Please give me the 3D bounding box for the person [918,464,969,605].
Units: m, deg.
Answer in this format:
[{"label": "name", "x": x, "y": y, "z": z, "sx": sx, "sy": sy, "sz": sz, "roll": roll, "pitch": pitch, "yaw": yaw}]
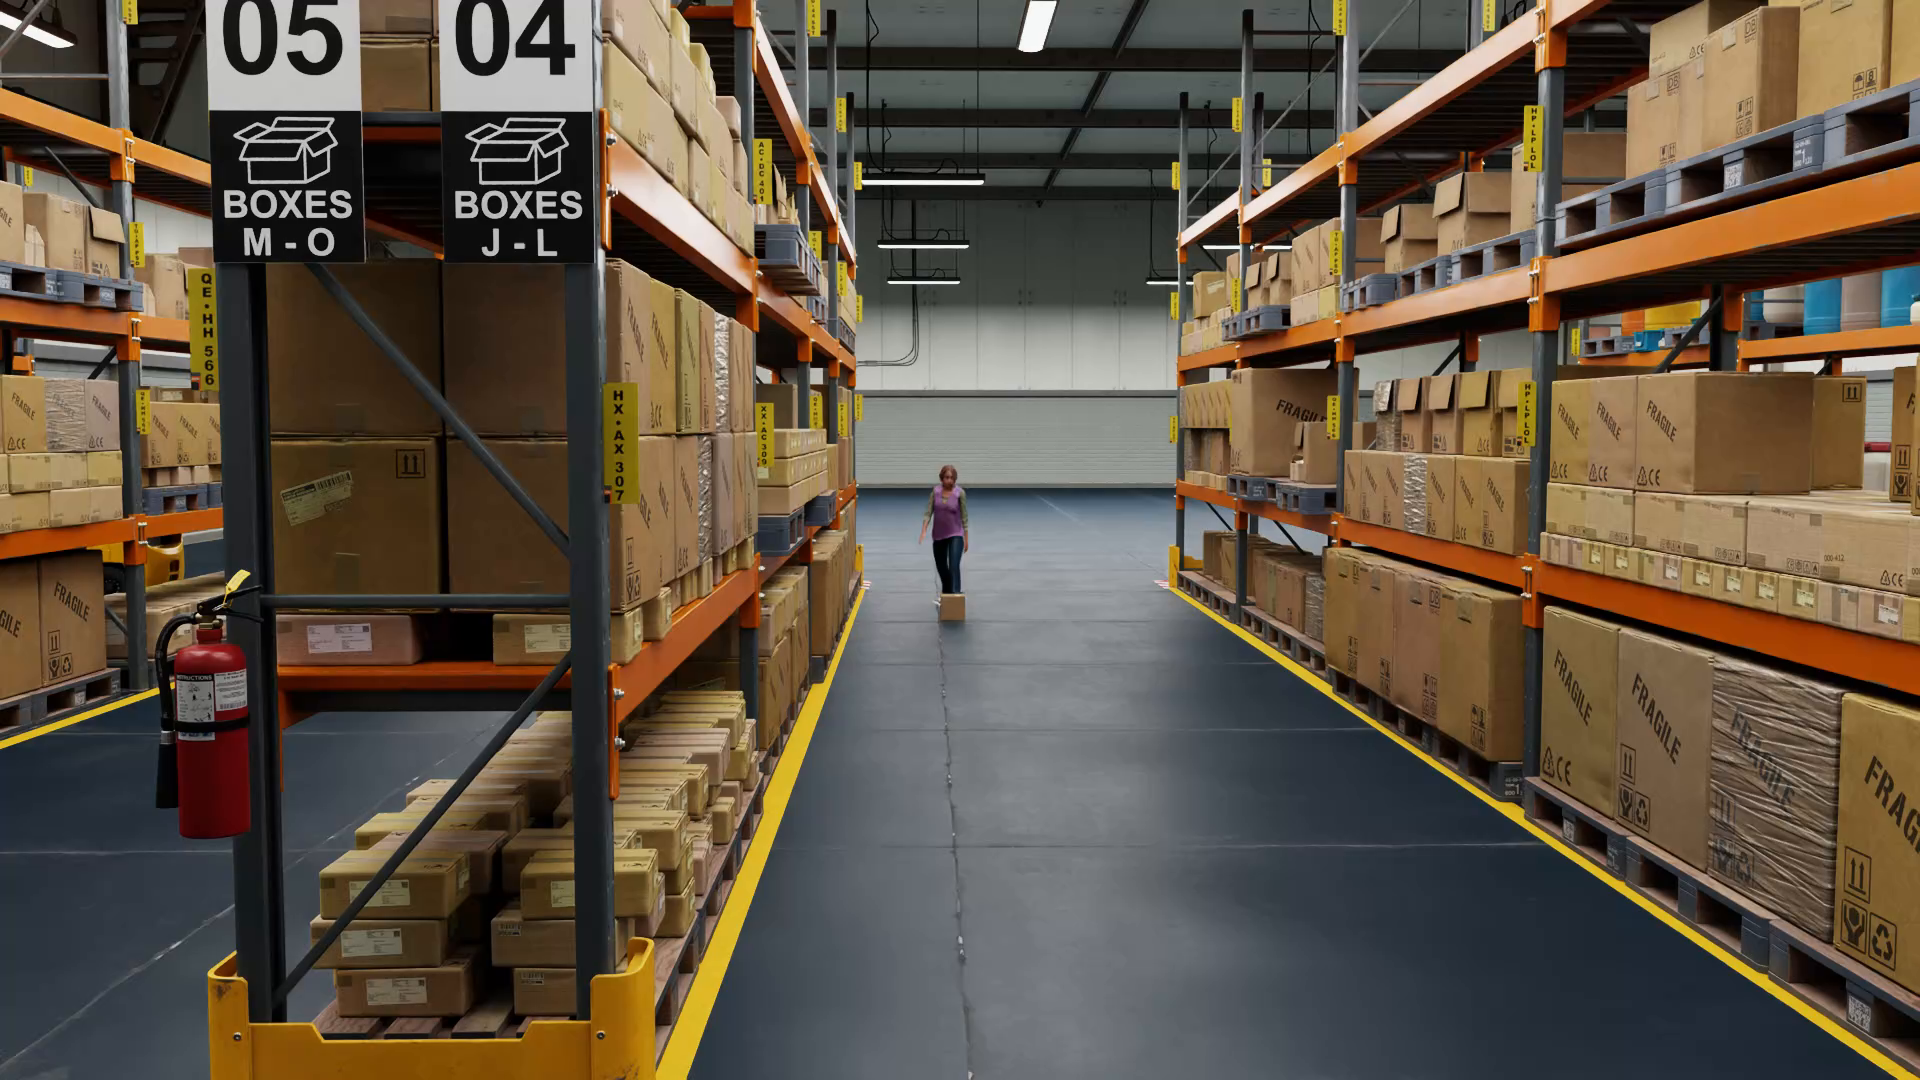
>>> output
[{"label": "person", "x": -0.149, "y": -0.026, "z": 17.567, "sx": 0.500, "sy": 1.546, "sz": 0.881, "roll": 2, "pitch": 4, "yaw": 21}]
